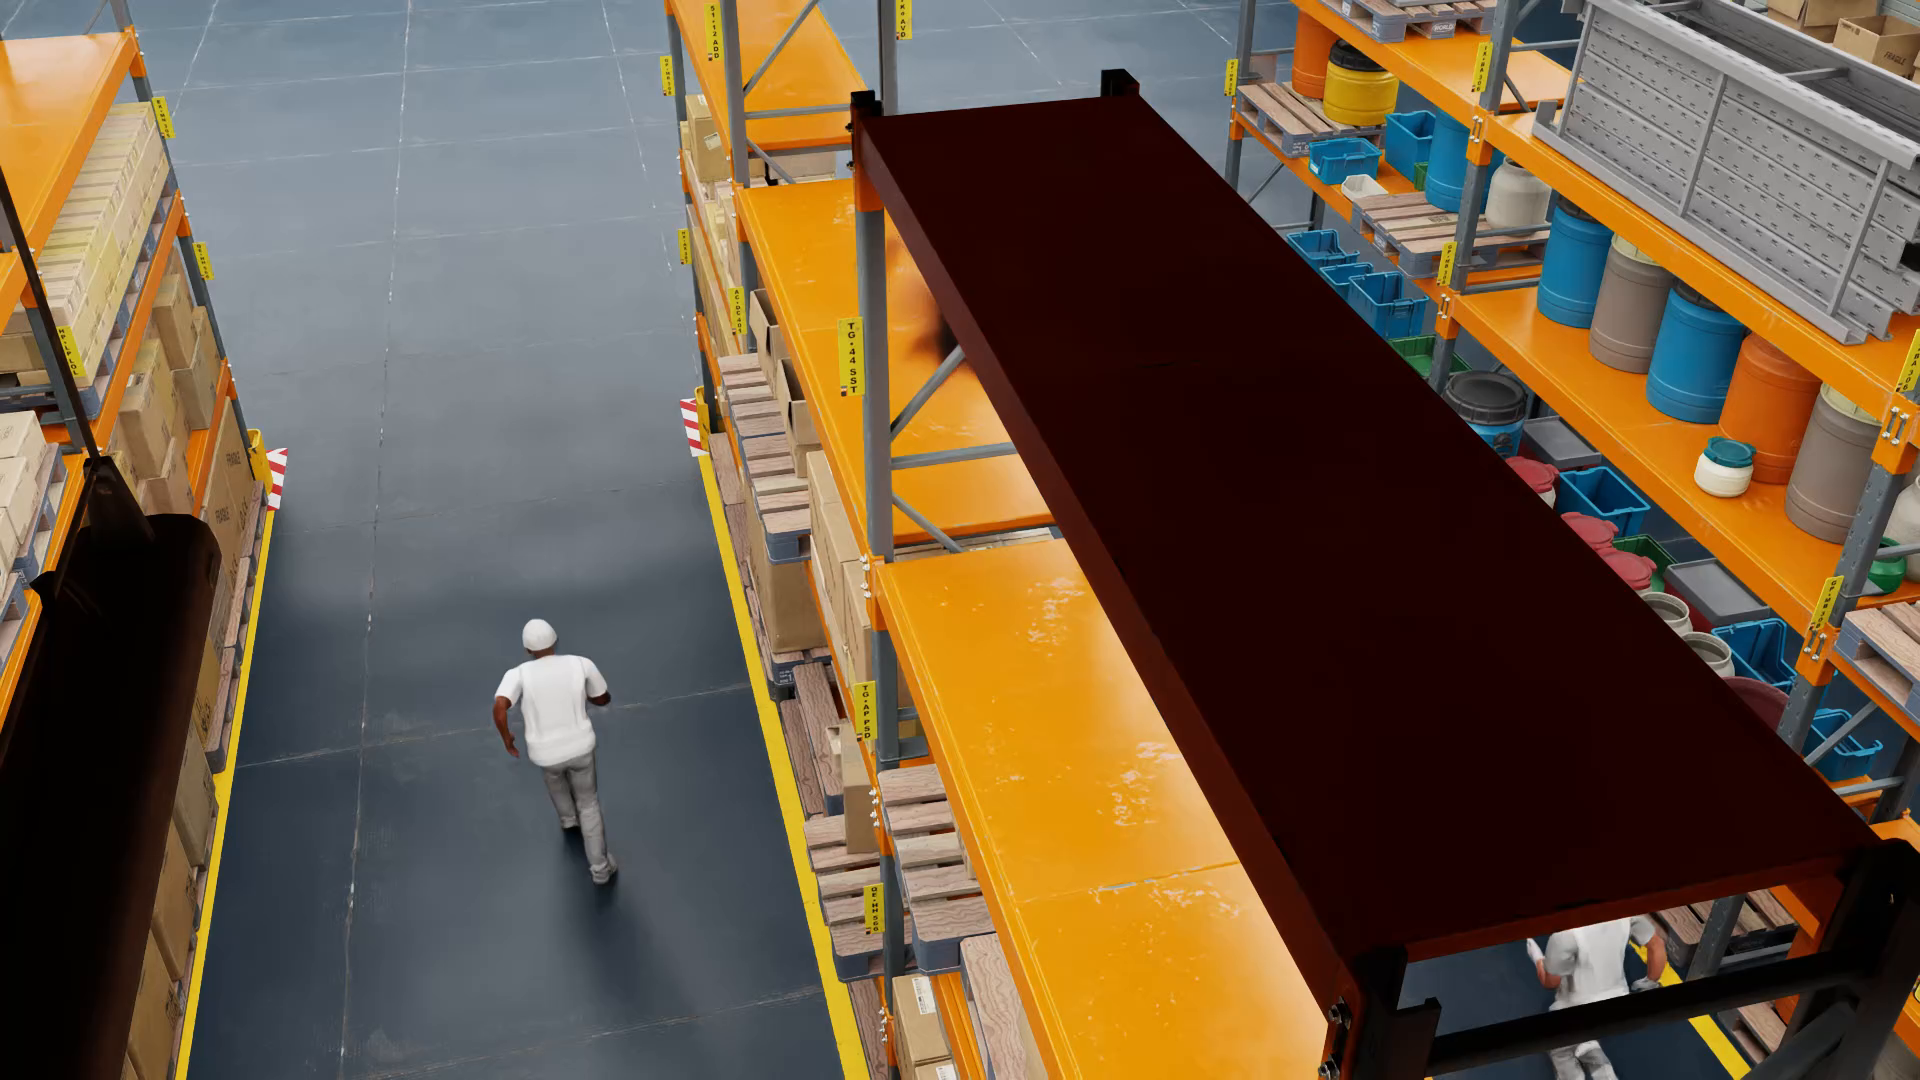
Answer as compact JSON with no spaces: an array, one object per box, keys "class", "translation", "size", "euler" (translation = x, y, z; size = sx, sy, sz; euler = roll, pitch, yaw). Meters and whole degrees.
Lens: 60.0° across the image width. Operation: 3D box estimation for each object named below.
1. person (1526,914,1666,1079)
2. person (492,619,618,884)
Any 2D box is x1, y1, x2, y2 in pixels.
[{"class":"person","translation":[3.365,2.483,8.981],"size":[0.660,1.709,0.744],"euler":[-19,39,-26]},{"class":"person","translation":[-2.530,1.403,10.627],"size":[0.751,1.714,1.014],"euler":[-15,37,-20]}]
